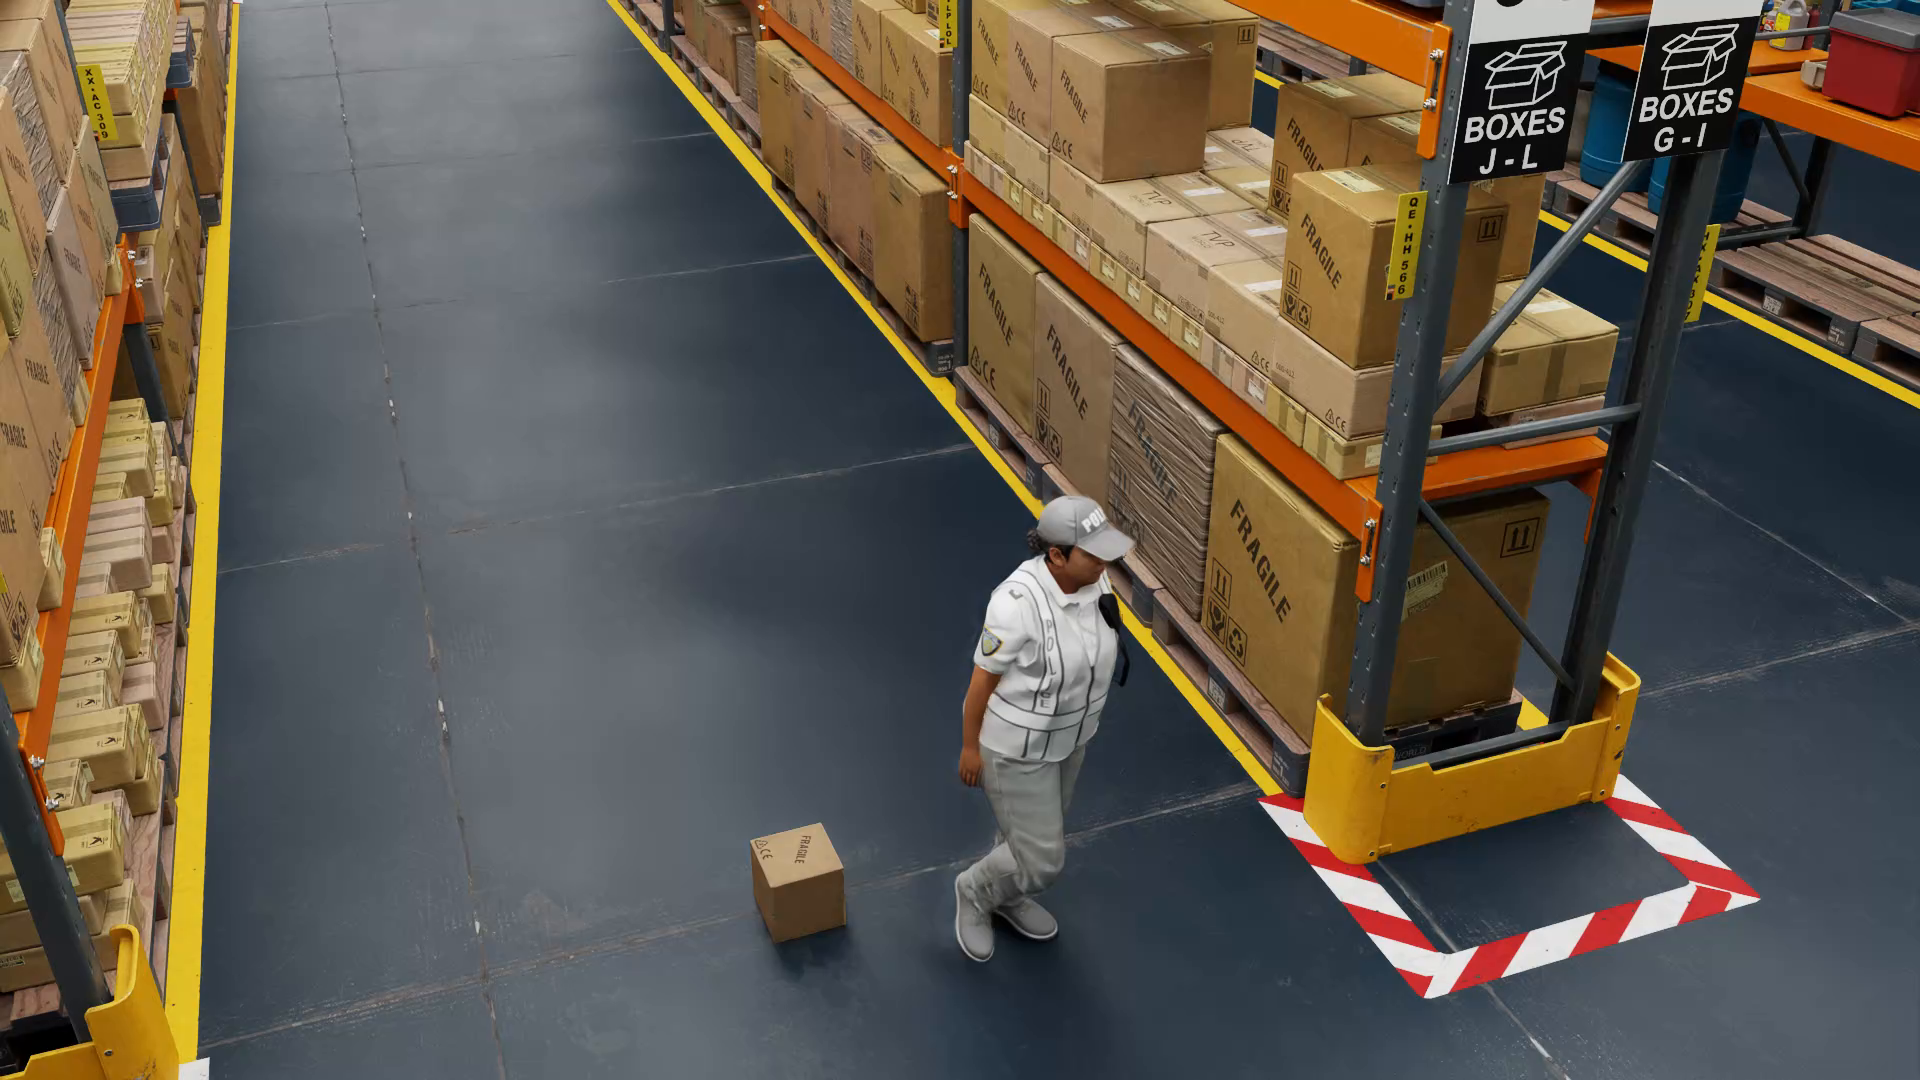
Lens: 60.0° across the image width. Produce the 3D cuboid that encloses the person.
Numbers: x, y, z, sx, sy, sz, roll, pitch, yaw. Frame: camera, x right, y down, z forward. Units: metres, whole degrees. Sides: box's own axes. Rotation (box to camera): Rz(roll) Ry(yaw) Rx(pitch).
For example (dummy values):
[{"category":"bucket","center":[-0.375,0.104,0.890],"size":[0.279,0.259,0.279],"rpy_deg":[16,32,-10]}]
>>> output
[{"category":"person","center":[0.246,0.595,5.076],"size":[0.481,1.651,0.537],"rpy_deg":[23,37,35]}]
